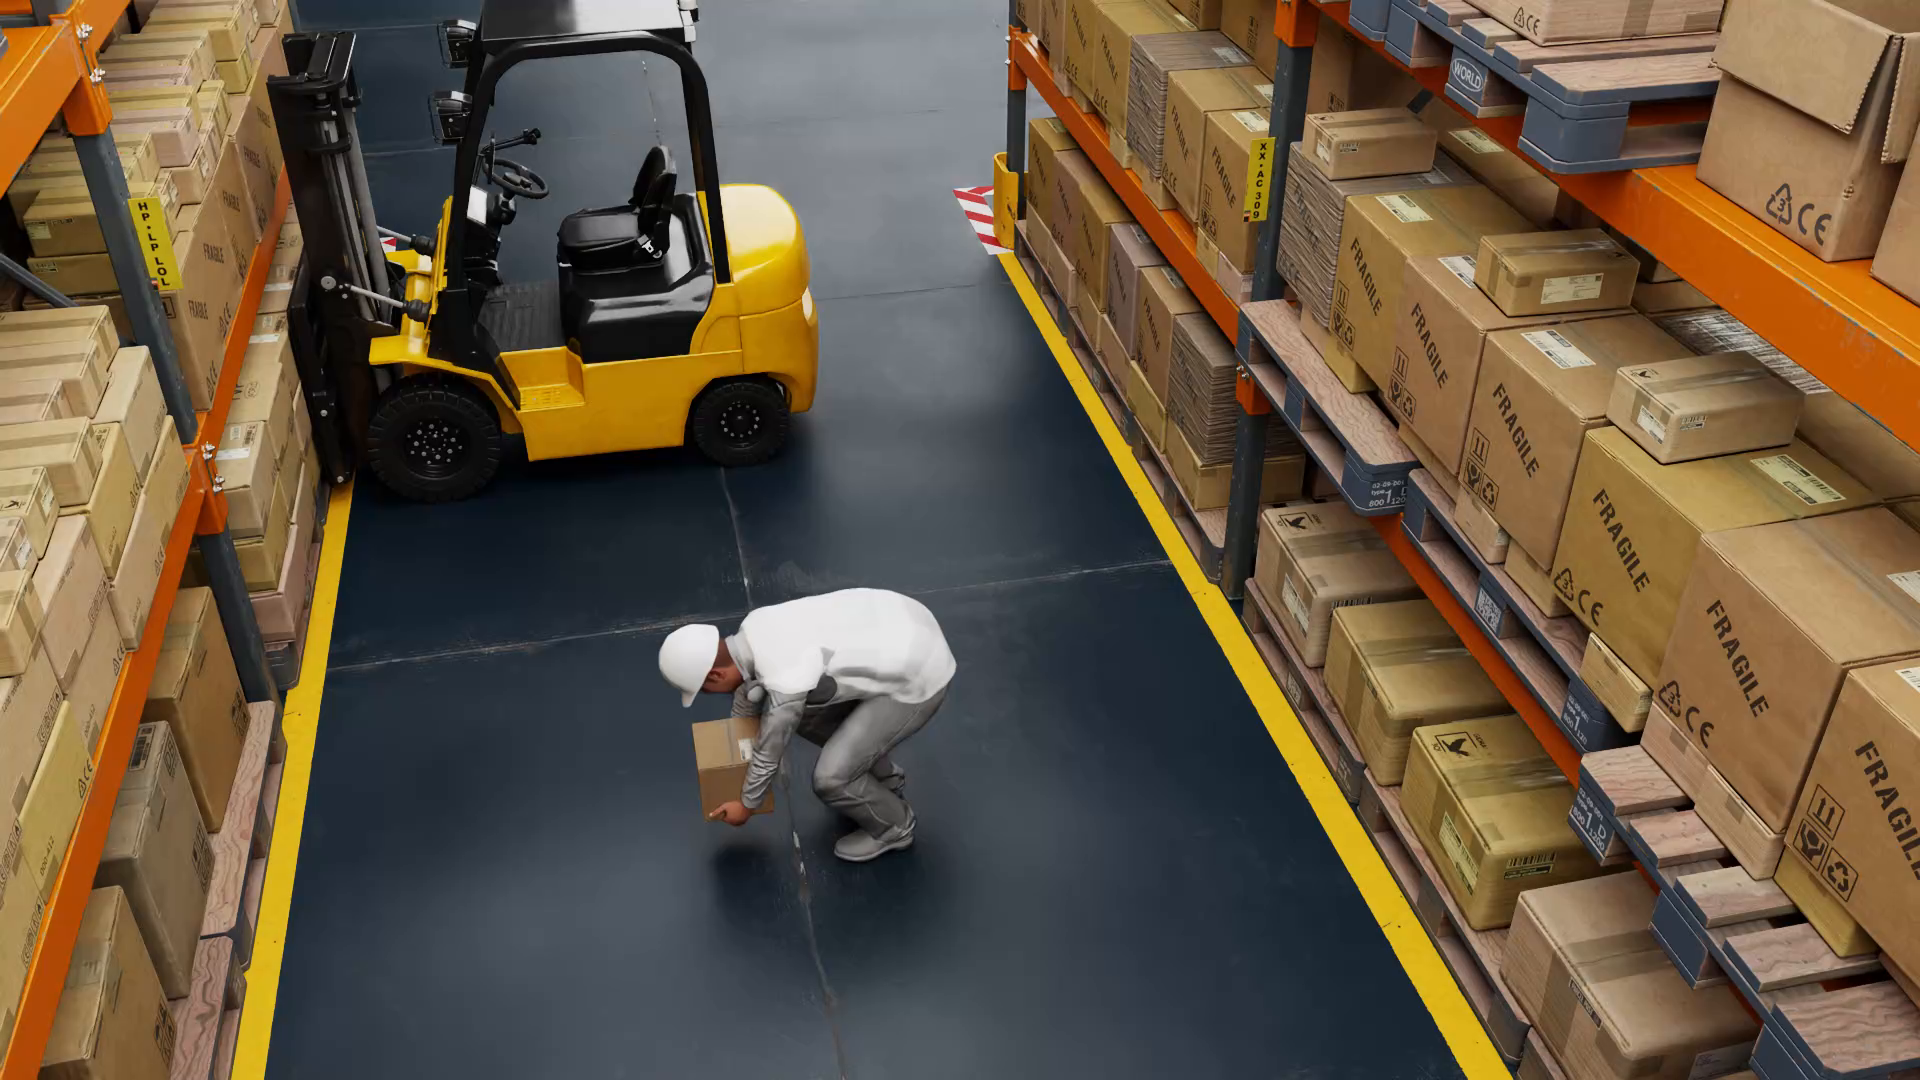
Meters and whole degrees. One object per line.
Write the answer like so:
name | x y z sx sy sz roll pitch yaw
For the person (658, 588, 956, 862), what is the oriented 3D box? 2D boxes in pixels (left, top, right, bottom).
person | -0.517 0.655 5.832 0.997 1.011 0.515 -9 35 -13
